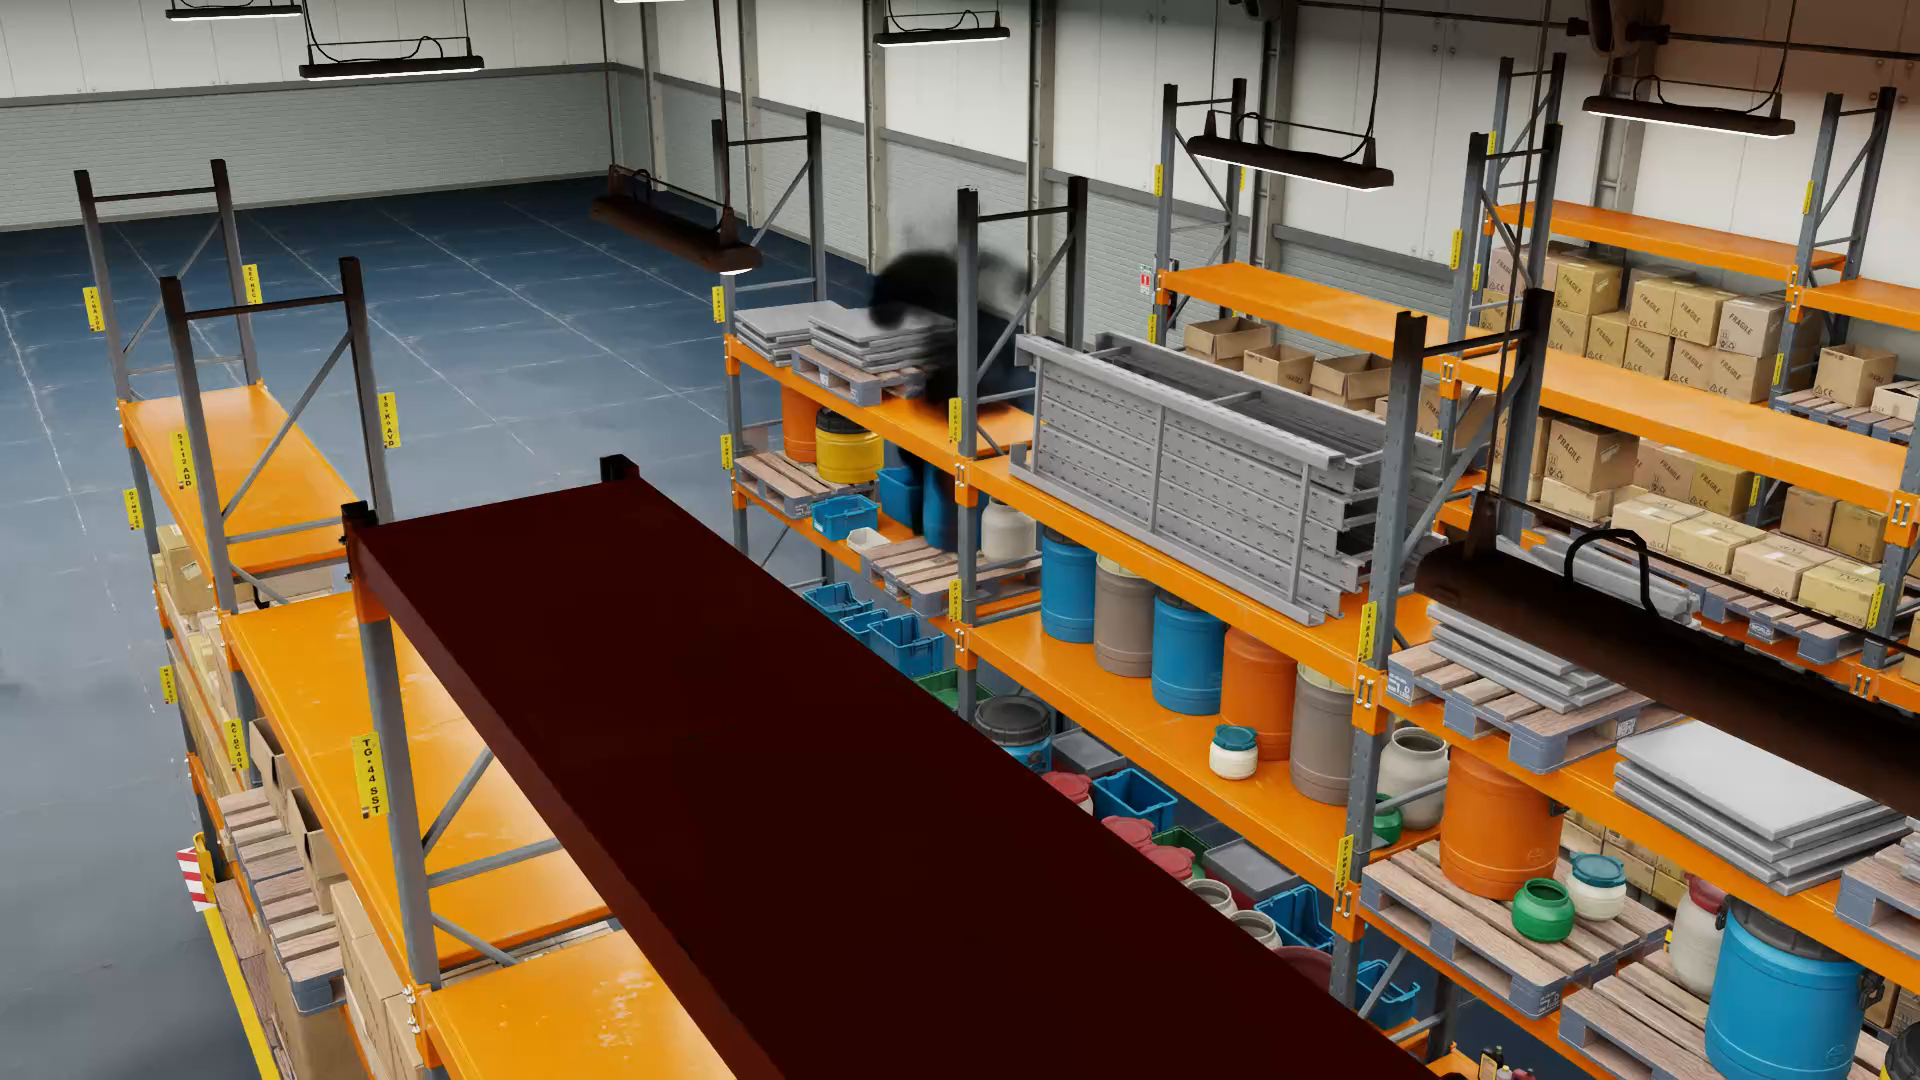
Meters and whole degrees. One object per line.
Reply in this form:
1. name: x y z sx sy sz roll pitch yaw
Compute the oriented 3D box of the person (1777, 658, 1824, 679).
1. person: 7.645 1.519 15.348 0.643 1.676 0.577 -19 28 -38
